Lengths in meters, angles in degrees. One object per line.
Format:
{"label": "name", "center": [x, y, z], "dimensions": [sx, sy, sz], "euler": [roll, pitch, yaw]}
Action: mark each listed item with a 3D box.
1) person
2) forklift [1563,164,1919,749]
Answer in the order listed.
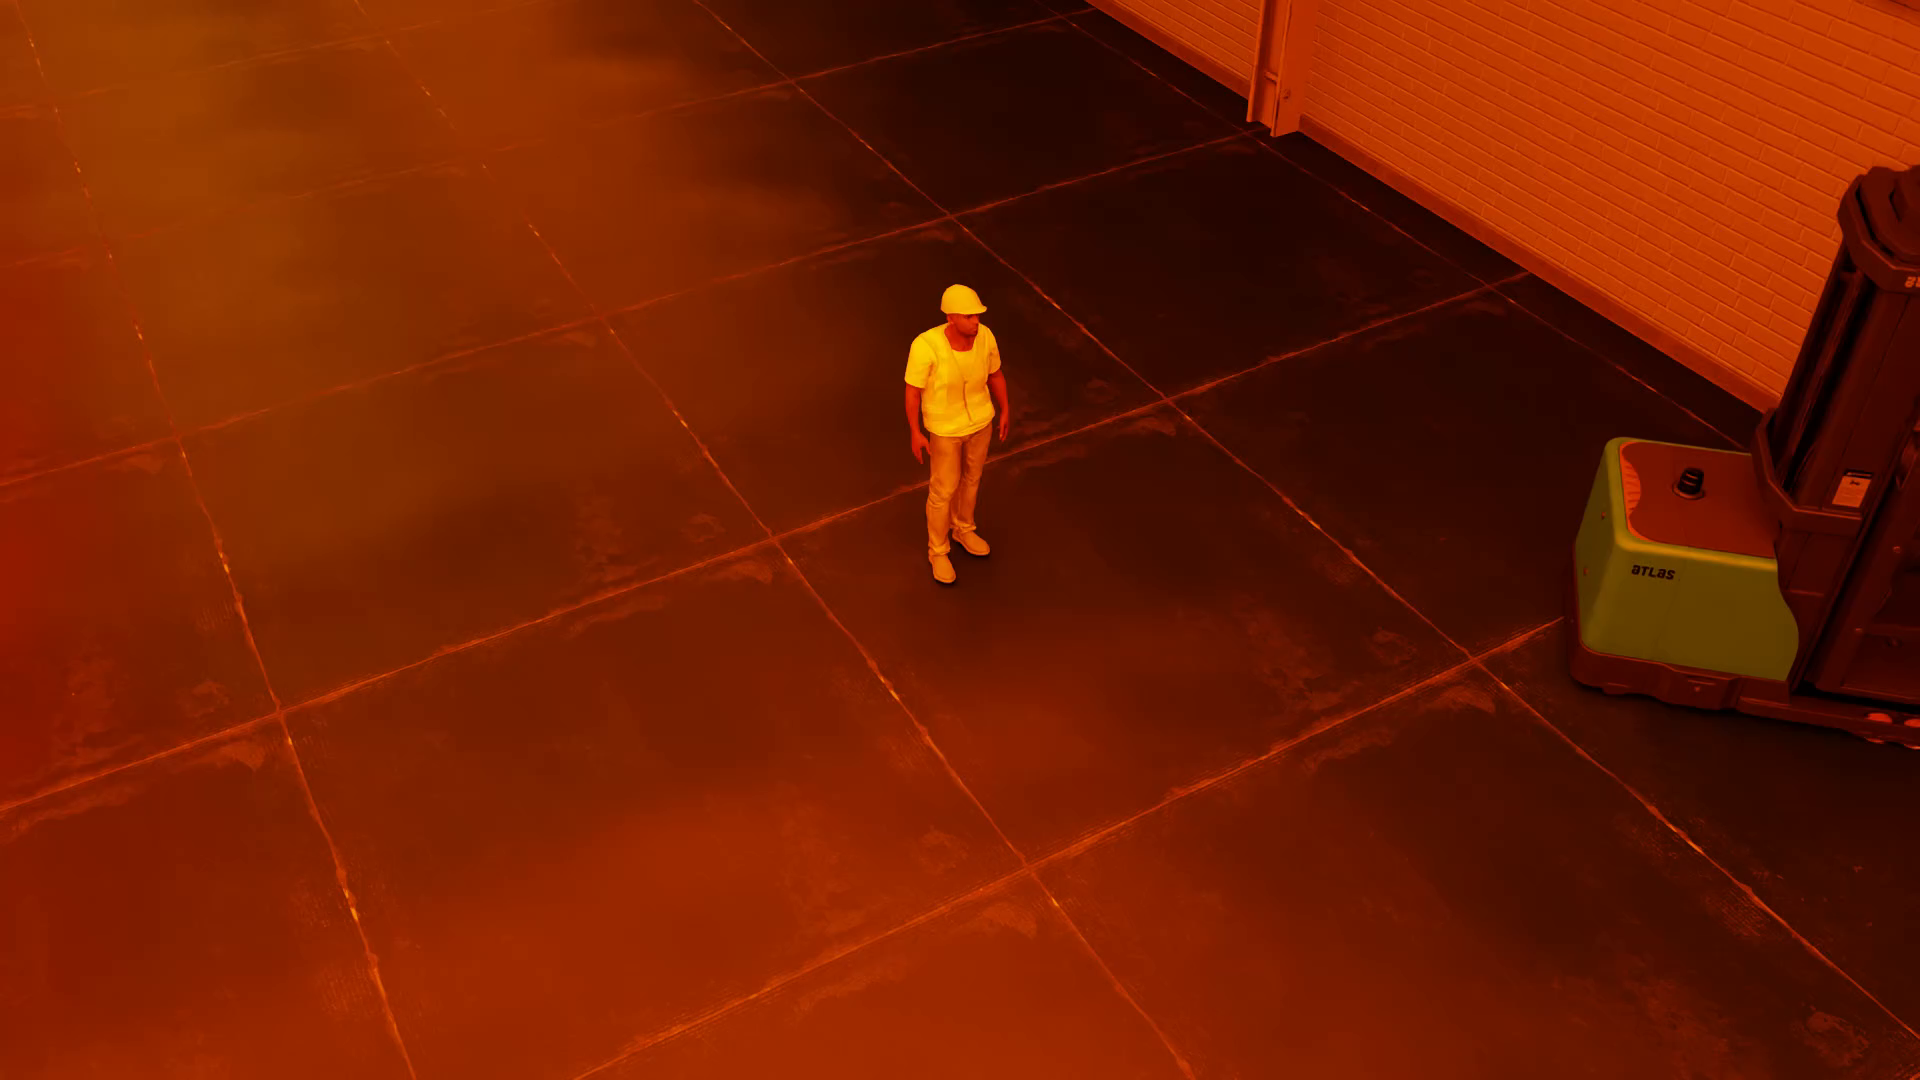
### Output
{"label": "person", "center": [0.029, -0.645, 9.715], "dimensions": [0.665, 1.765, 0.577], "euler": [-20, 44, -23]}
{"label": "forklift", "center": [4.991, -0.377, 8.491], "dimensions": [3.031, 2.935, 1.130], "euler": [9, 40, 10]}
